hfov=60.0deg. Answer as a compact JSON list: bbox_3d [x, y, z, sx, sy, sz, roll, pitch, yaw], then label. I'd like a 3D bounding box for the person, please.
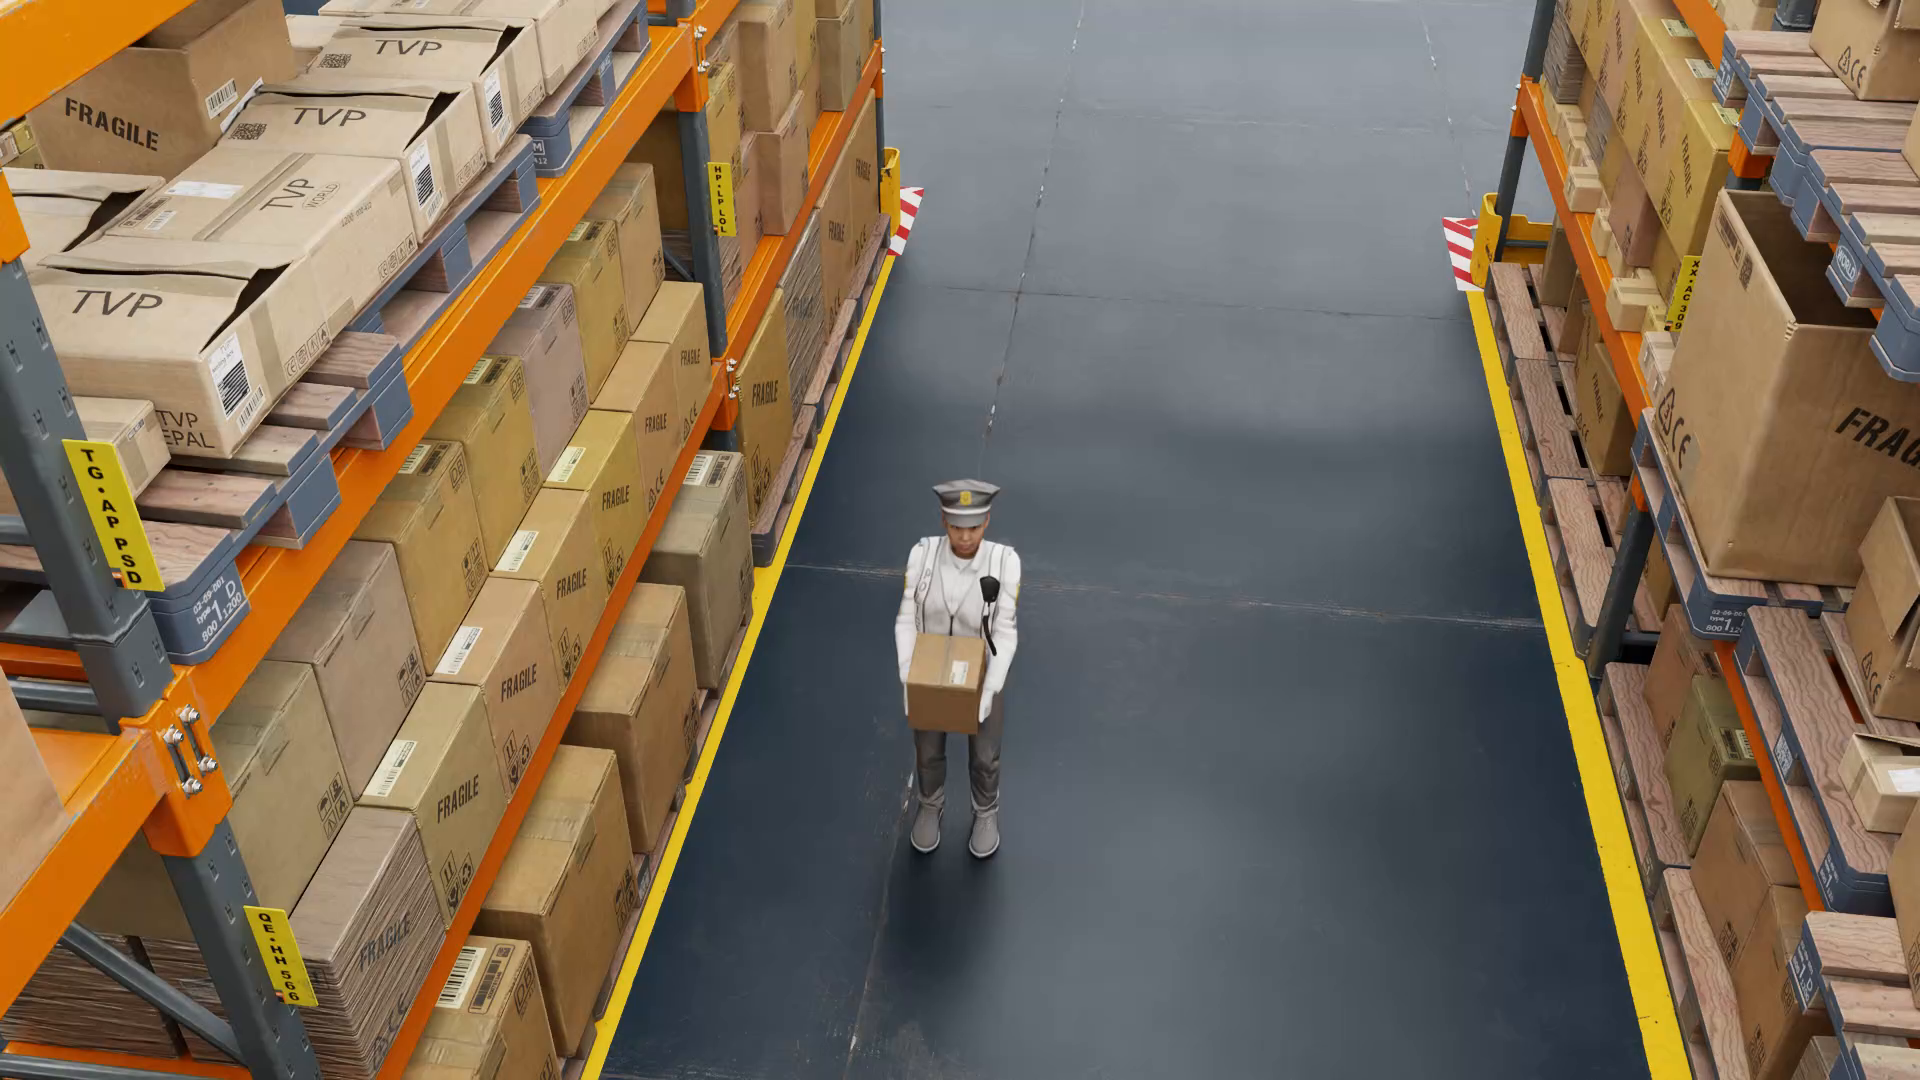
[{"bbox_3d":[-0.015,0.538,6.287,0.459,1.686,0.563,5,37,7],"label":"person"}]
